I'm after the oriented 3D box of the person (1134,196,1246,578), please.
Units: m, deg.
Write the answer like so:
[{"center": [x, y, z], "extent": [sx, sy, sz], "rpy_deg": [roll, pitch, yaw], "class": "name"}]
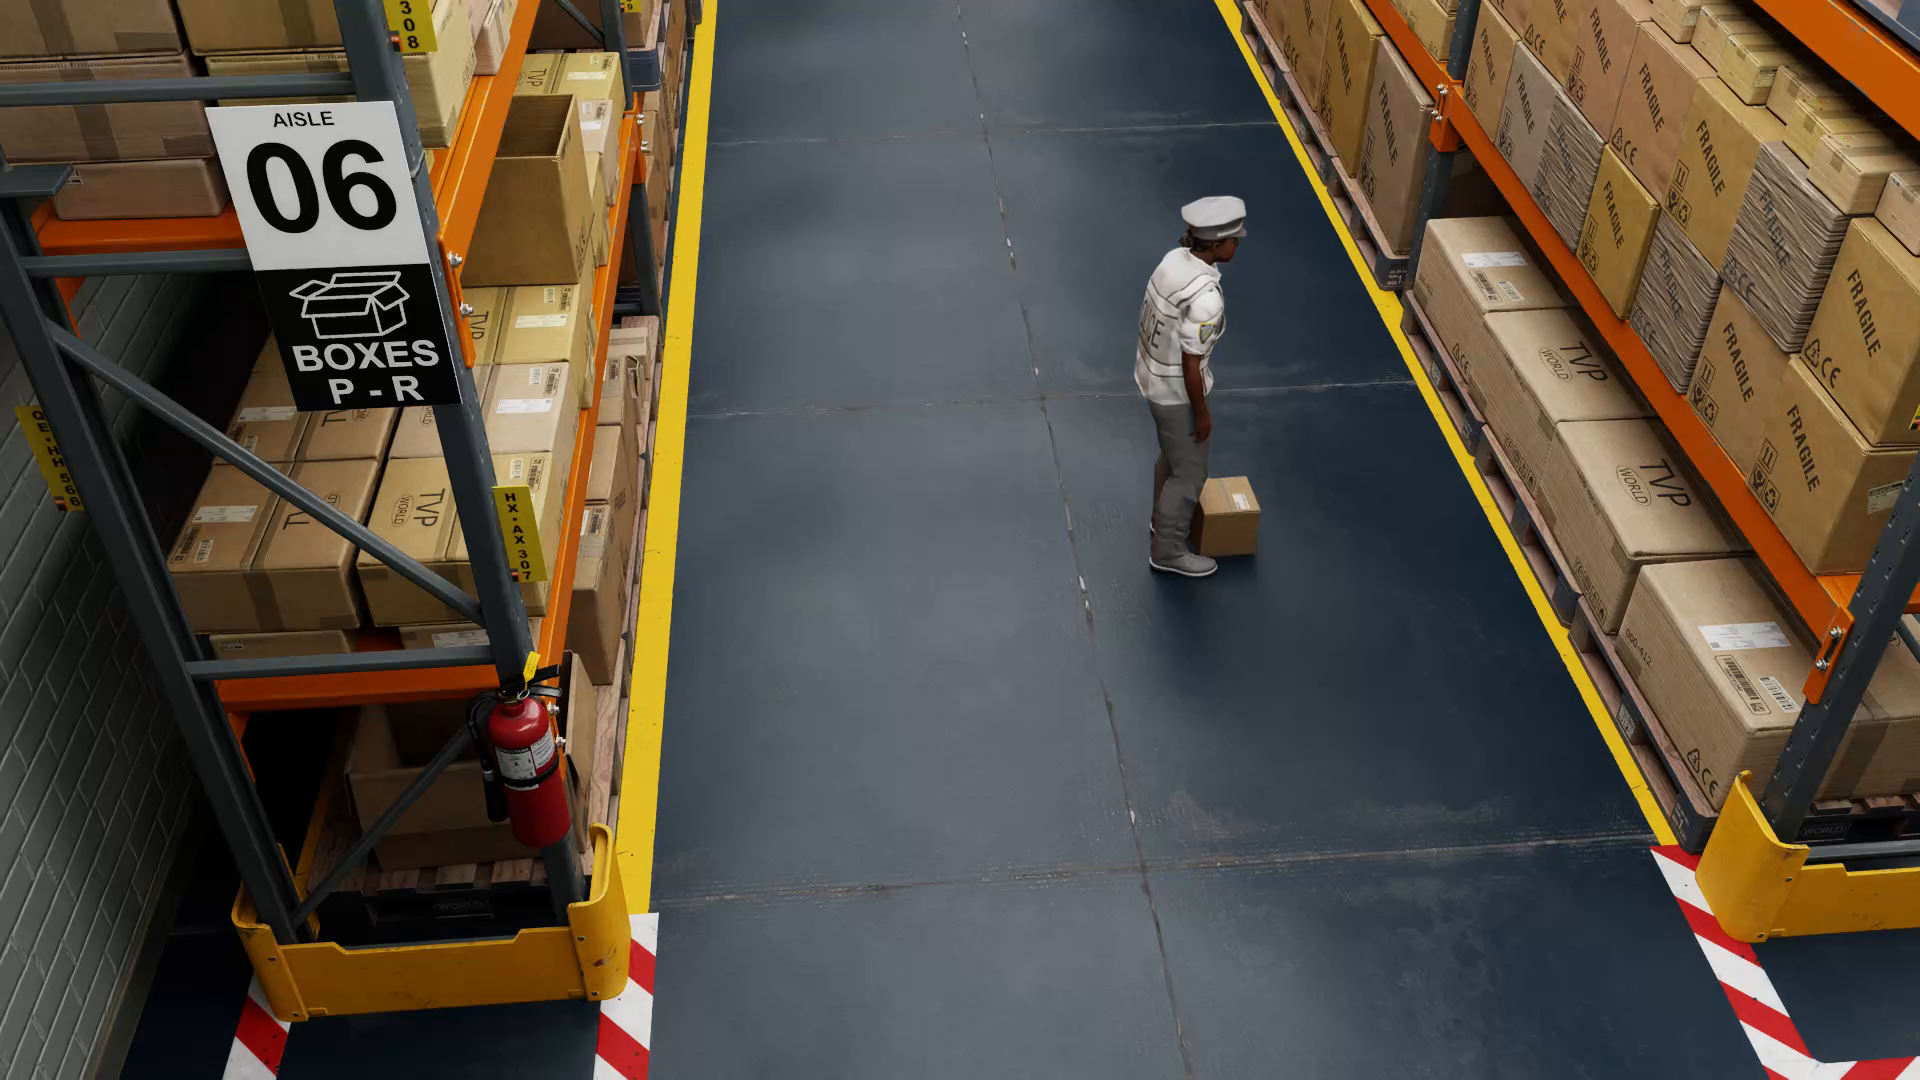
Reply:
[{"center": [0.949, -0.631, 6.924], "extent": [0.428, 1.659, 0.529], "rpy_deg": [-5, 40, -7], "class": "person"}]
